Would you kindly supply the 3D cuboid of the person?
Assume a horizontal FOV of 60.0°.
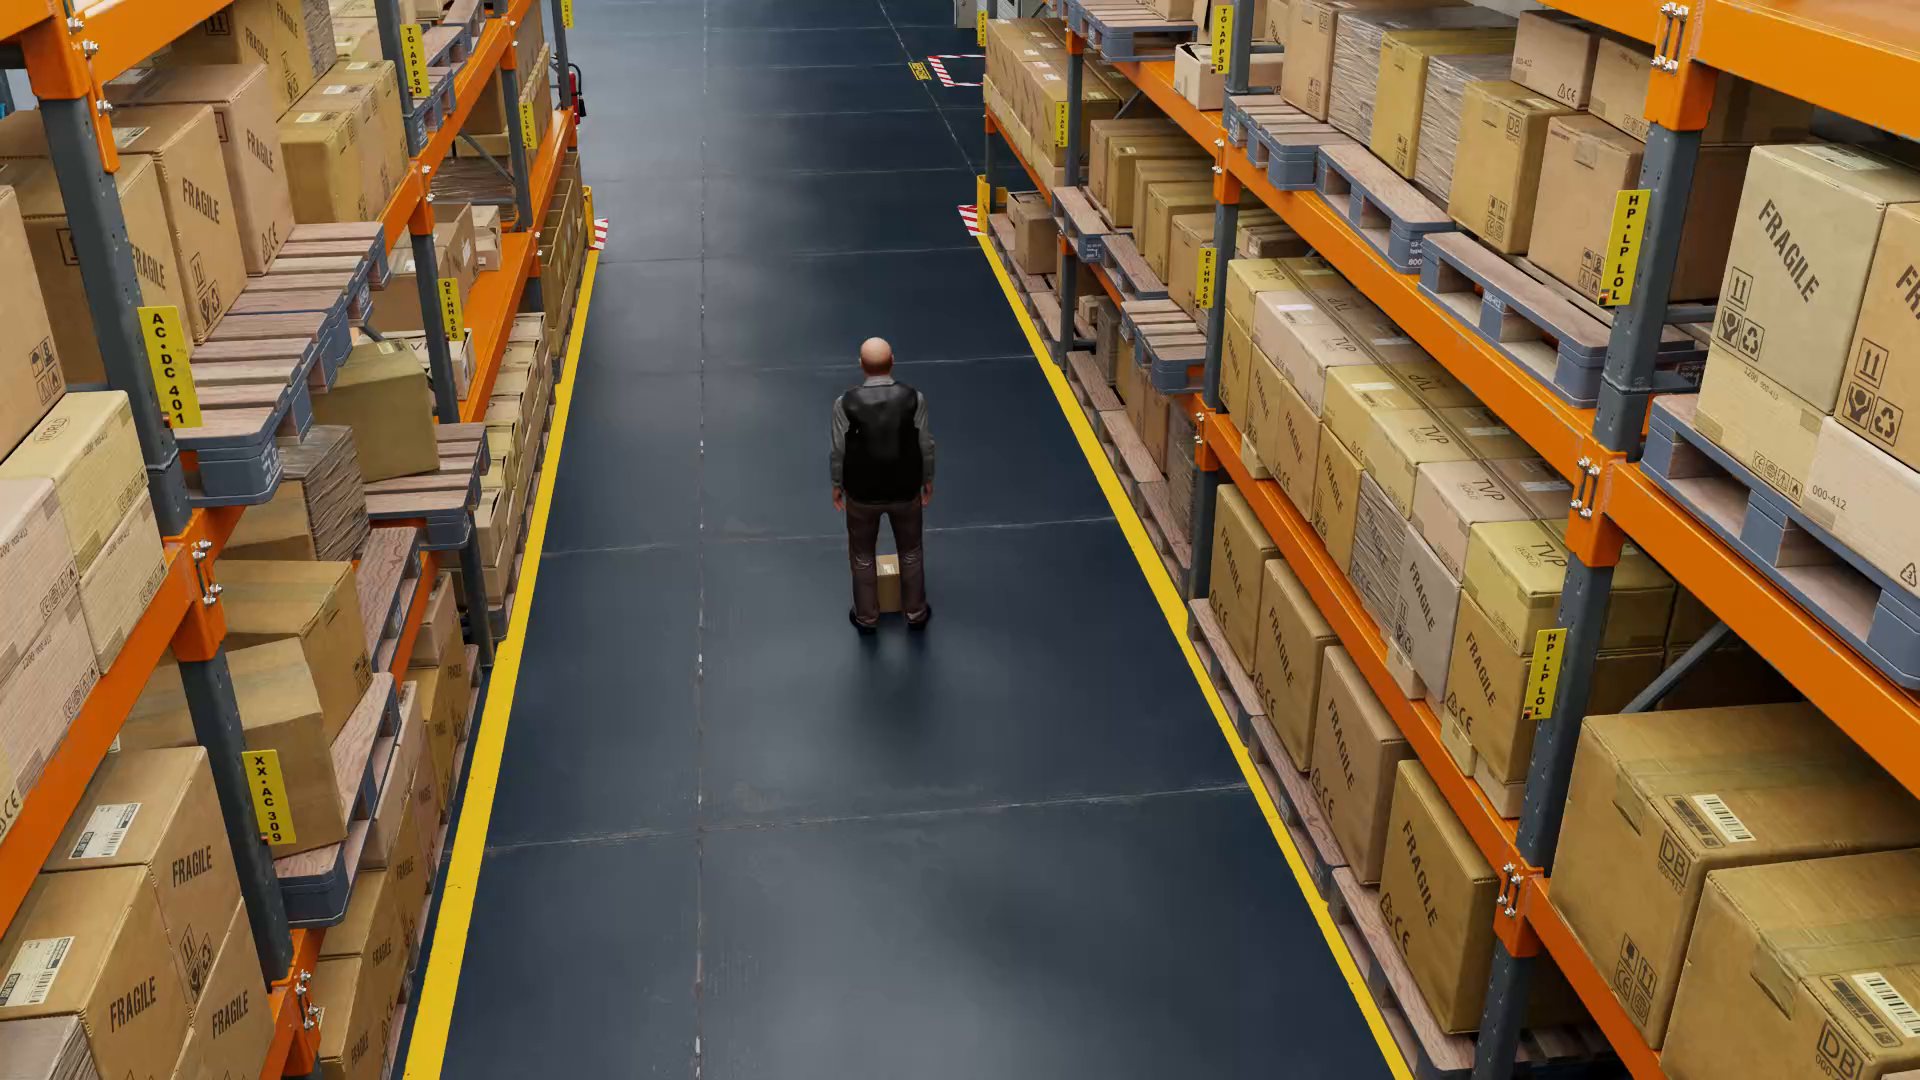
[{"bbox_3d":[-0.423,-0.271,9.176,0.581,1.721,0.419,-3,27,-7],"label":"person"}]
